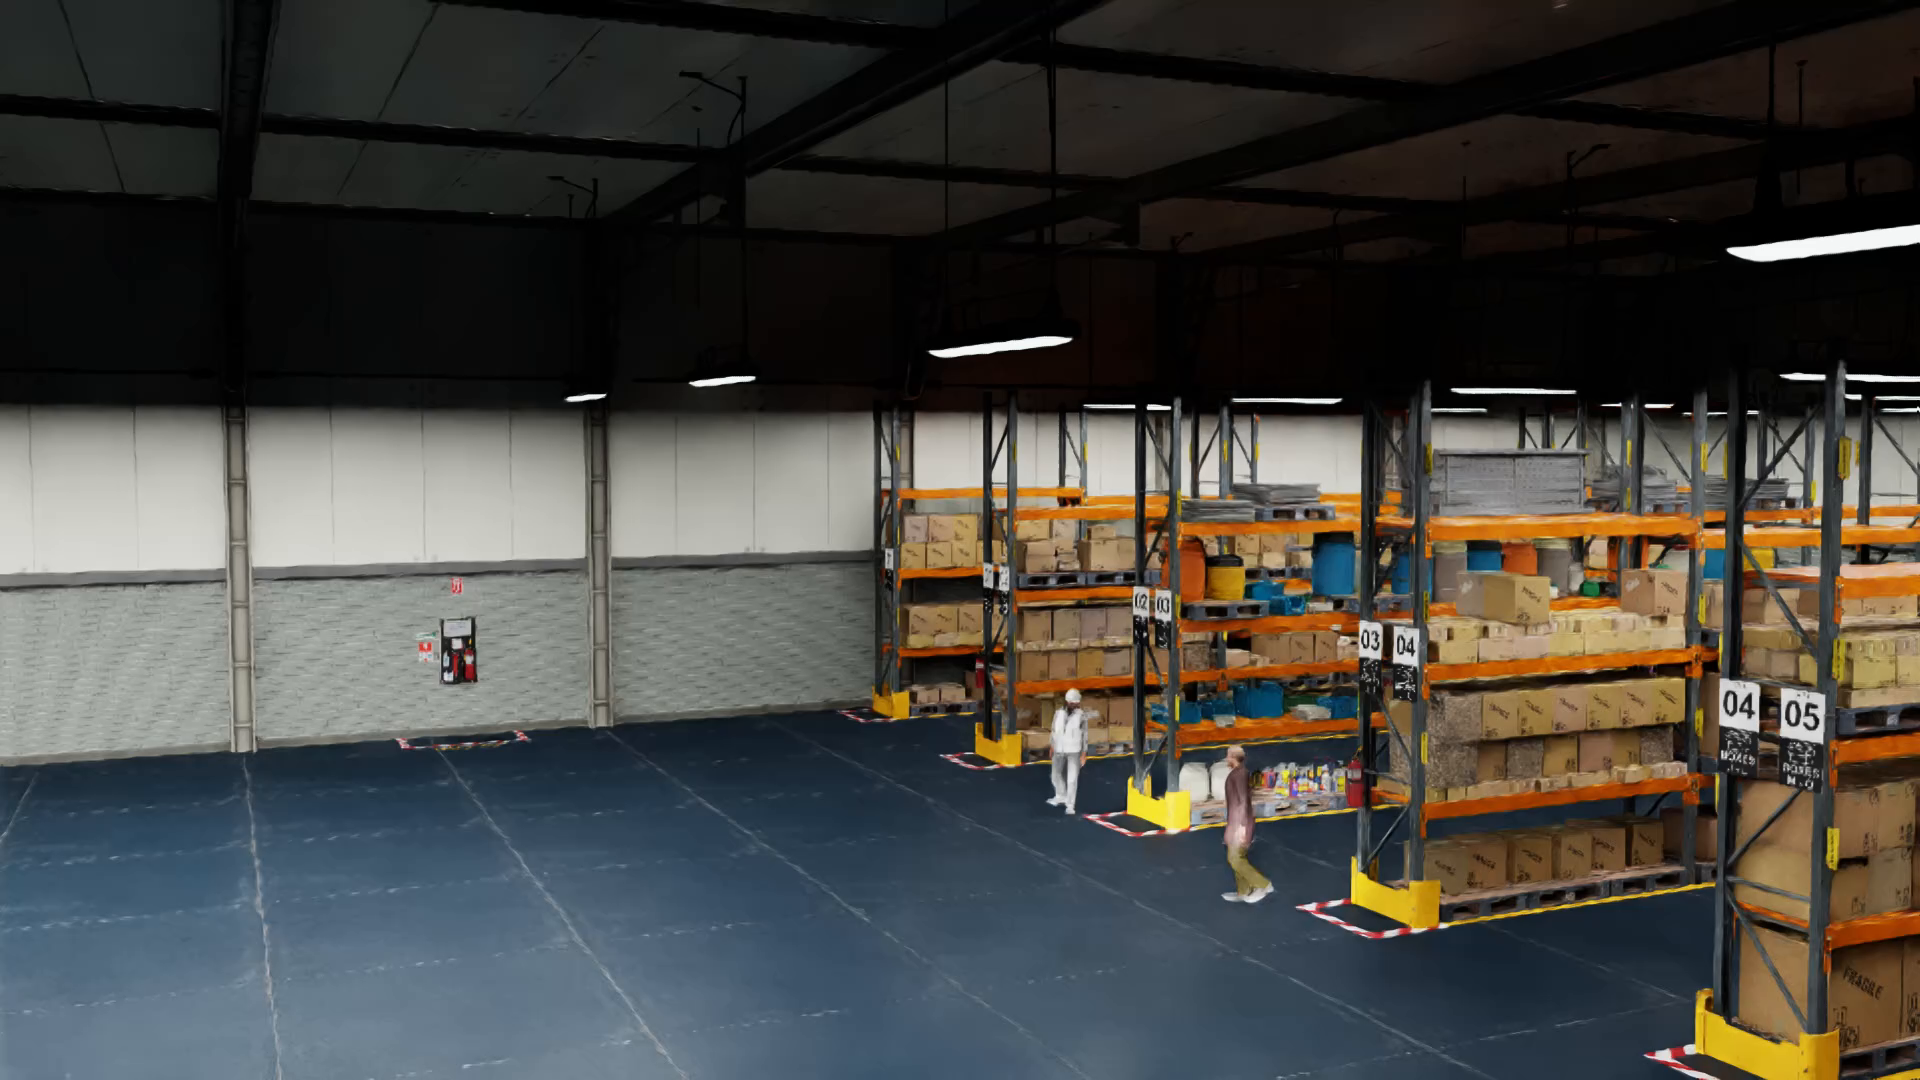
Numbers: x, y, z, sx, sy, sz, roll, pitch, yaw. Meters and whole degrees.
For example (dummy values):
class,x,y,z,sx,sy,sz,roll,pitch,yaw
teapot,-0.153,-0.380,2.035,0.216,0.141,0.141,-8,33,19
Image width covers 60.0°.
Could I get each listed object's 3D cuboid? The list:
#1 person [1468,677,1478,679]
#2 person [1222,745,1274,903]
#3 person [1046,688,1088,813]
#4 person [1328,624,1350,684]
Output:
class,x,y,z,sx,sy,sz,roll,pitch,yaw
person,8.654,2.732,27.908,0.506,1.632,0.639,-2,4,-26
person,3.242,3.193,18.683,0.571,1.772,0.626,1,3,11
person,1.500,2.935,23.404,0.708,1.746,0.528,2,4,30
person,7.344,2.445,32.164,0.578,1.714,0.719,-2,4,-26
